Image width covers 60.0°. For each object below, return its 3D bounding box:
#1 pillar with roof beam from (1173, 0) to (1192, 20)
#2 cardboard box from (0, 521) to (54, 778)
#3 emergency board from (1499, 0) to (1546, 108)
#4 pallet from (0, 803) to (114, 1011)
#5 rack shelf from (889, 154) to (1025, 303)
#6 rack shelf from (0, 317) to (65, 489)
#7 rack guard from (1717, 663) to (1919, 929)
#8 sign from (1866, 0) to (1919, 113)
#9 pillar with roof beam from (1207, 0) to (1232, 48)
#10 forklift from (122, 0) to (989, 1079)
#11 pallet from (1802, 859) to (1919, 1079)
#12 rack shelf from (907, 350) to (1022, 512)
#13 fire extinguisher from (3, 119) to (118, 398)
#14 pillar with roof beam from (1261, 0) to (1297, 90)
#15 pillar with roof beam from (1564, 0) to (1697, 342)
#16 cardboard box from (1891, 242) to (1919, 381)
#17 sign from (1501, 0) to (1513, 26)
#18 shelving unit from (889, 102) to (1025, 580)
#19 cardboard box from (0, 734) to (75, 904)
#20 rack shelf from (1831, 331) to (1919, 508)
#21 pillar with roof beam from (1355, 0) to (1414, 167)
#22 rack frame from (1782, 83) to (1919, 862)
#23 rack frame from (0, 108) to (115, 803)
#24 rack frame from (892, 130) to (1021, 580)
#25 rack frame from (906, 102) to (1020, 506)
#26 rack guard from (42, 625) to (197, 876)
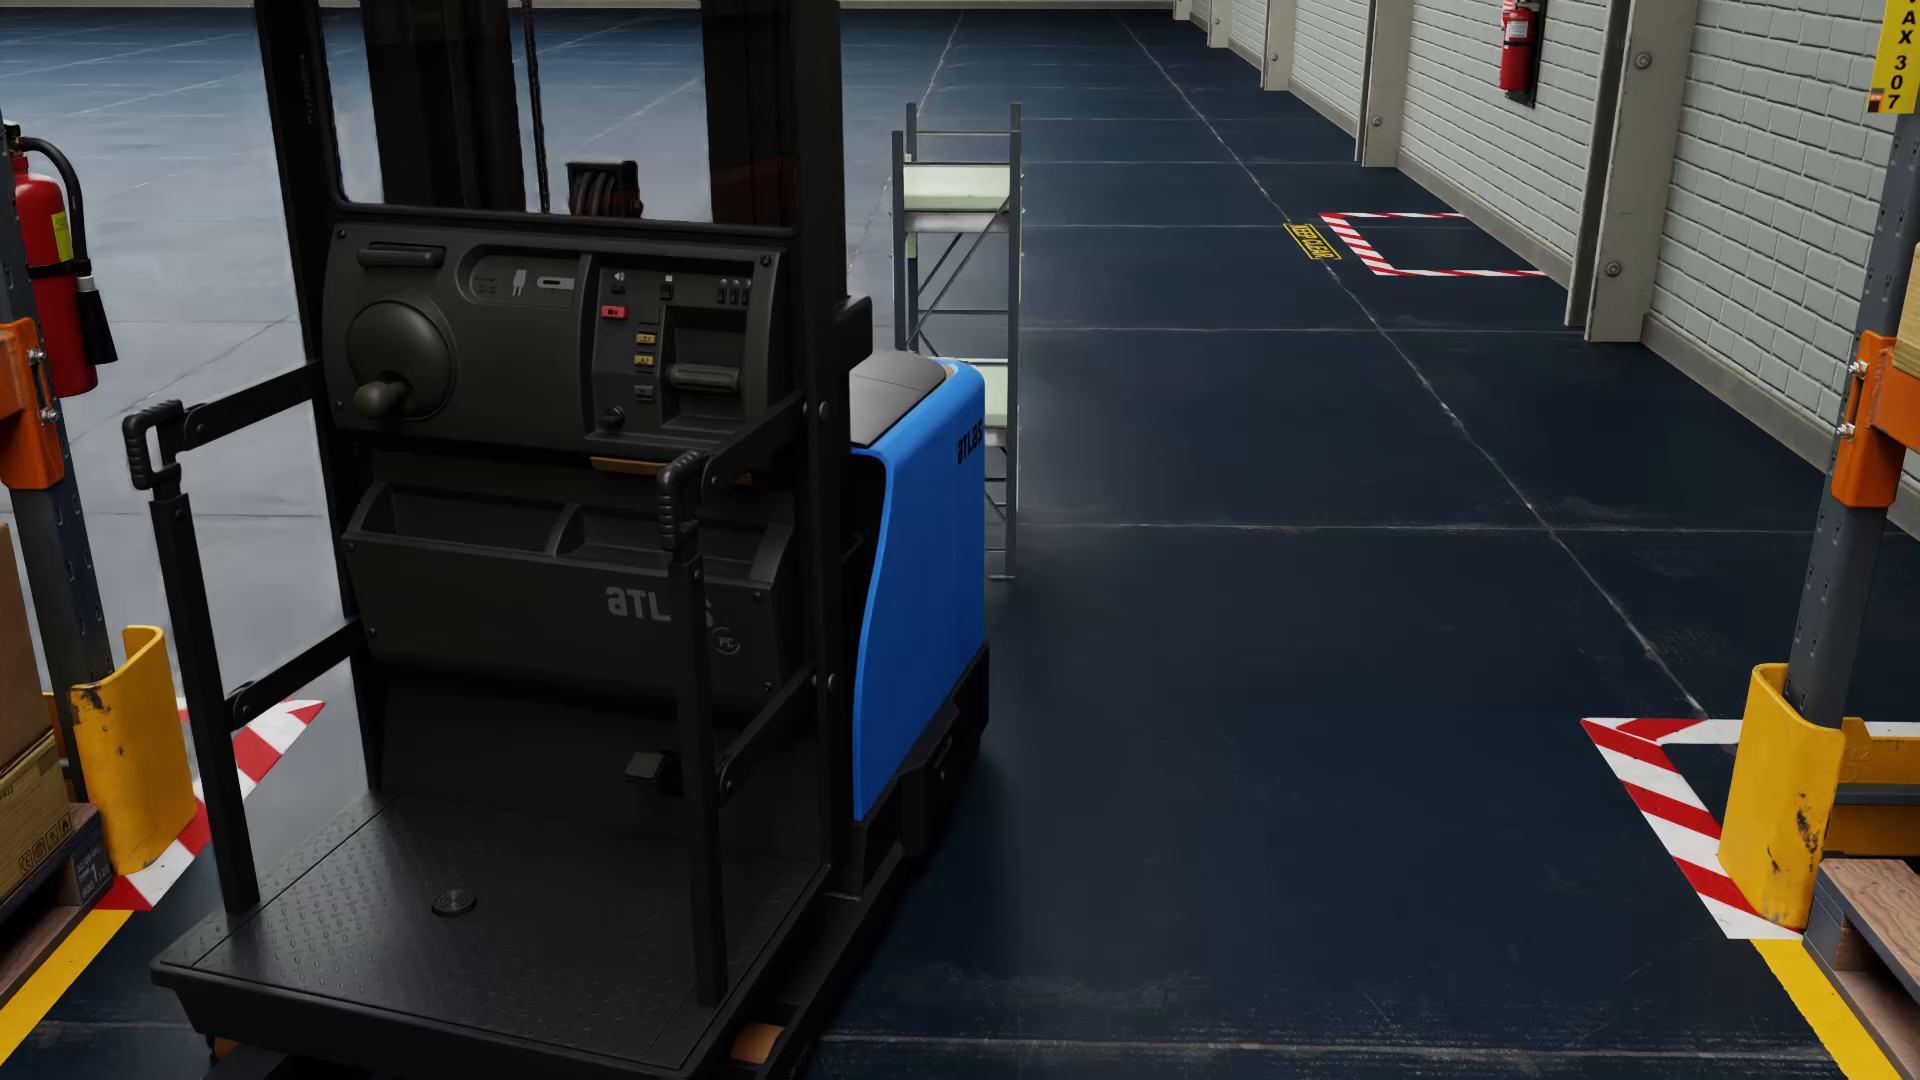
[{"bbox_3d":[-0.127,-14.031,29.751,9.100,9.000,0.400,1,21,2],"label":"pillar with roof beam"},{"bbox_3d":[-2.250,0.278,3.350,0.500,0.500,0.500,1,21,2],"label":"cardboard box"},{"bbox_3d":[3.560,-3.403,10.652,0.194,1.169,0.643,1,21,2],"label":"emergency board"},{"bbox_3d":[-2.512,0.921,3.363,1.003,0.211,1.213,1,21,2],"label":"pallet"},{"bbox_3d":[0.000,-1.065,5.623,0.431,0.370,0.720,1,21,2],"label":"rack shelf"},{"bbox_3d":[-2.592,0.403,1.839,1.077,0.370,4.000,1,21,2],"label":"rack shelf"},{"bbox_3d":[2.418,0.590,3.817,1.175,0.500,0.348,1,21,2],"label":"rack guard"},{"bbox_3d":[1.878,-1.012,3.294,0.100,0.325,0.005,1,21,2],"label":"sign"},{"bbox_3d":[-0.309,-11.862,24.160,9.100,9.000,0.400,1,21,2],"label":"pillar with roof beam"},{"bbox_3d":[-0.834,-0.363,2.912,1.130,2.935,3.031,6,22,16],"label":"forklift"},{"bbox_3d":[2.358,1.018,3.113,1.003,0.211,1.213,1,21,2],"label":"pallet"},{"bbox_3d":[0.000,-0.398,5.882,0.431,0.370,0.720,1,21,2],"label":"rack shelf"},{"bbox_3d":[-2.063,-0.658,3.684,0.296,0.674,0.183,1,21,2],"label":"fire extinguisher"},{"bbox_3d":[-0.492,-9.693,18.569,9.100,9.000,0.400,1,21,2],"label":"pillar with roof beam"},{"bbox_3d":[-0.857,-5.354,7.387,9.100,9.000,0.400,1,21,2],"label":"pillar with roof beam"},{"bbox_3d":[2.088,-0.369,3.014,0.500,0.250,0.500,0,21,0],"label":"cardboard box"},{"bbox_3d":[3.679,-3.618,11.158,0.001,0.329,0.234,1,21,2],"label":"sign"},{"bbox_3d":[0.000,-0.702,5.764,0.431,1.500,0.755,1,21,2],"label":"shelving unit"},{"bbox_3d":[-2.252,0.627,3.486,0.500,0.250,0.500,1,21,2],"label":"cardboard box"},{"bbox_3d":[2.360,0.456,1.702,1.077,0.370,4.000,1,21,2],"label":"rack shelf"},{"bbox_3d":[-0.674,-7.523,12.978,9.100,9.000,0.400,1,21,2],"label":"pillar with roof beam"},{"bbox_3d":[2.420,-0.603,3.436,1.000,3.000,0.127,1,21,2],"label":"rack frame"},{"bbox_3d":[-2.531,-0.656,3.573,1.000,3.000,0.127,1,21,2],"label":"rack frame"},{"bbox_3d":[-0.011,-0.569,5.423,0.400,1.500,0.023,1,21,2],"label":"rack frame"},{"bbox_3d":[0.011,-0.834,6.105,0.400,1.500,0.023,1,21,2],"label":"rack frame"},{"bbox_3d":[-2.530,0.501,4.047,1.175,0.500,0.348,1,21,2],"label":"rack guard"}]
